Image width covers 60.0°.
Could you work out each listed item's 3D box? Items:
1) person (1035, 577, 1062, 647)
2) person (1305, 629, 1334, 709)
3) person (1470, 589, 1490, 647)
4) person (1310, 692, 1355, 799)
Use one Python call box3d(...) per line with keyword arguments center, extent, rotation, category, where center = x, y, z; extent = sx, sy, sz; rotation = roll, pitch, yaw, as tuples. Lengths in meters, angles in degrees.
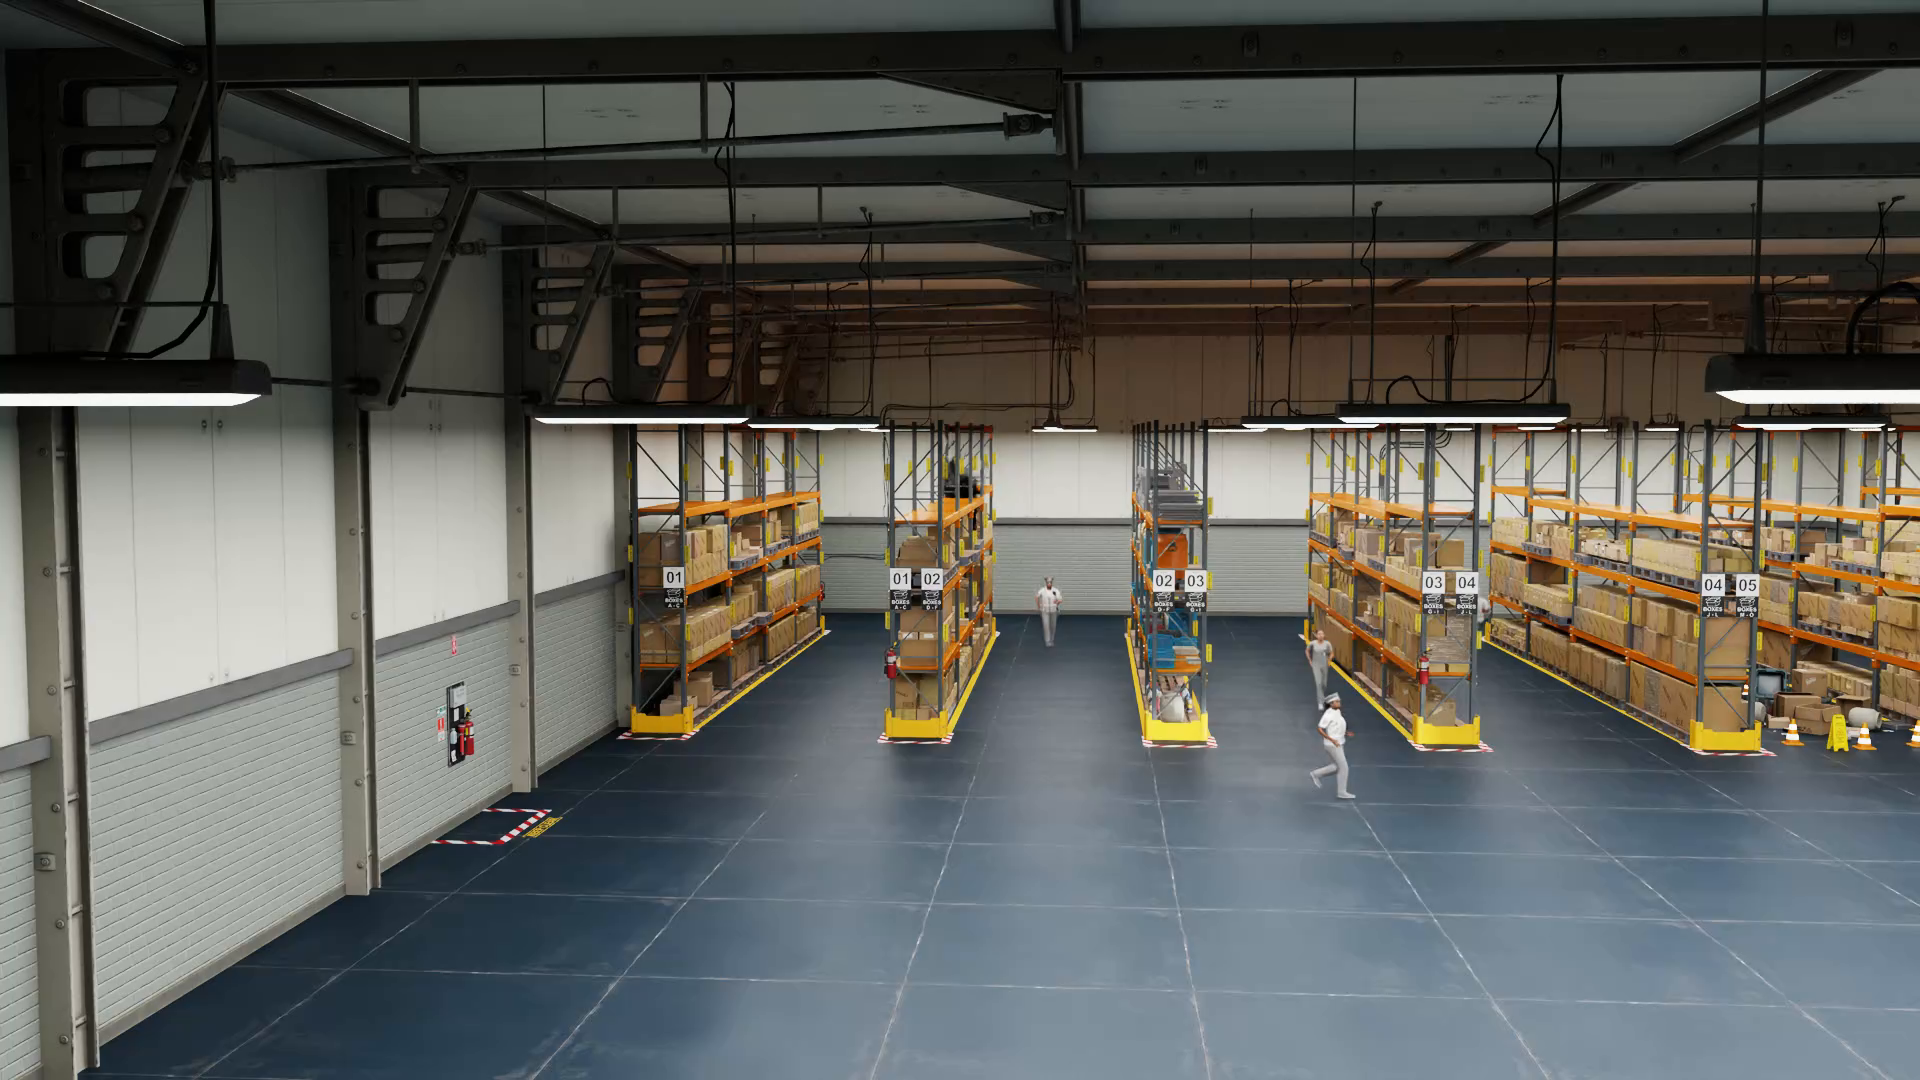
box3d(center=(2.295, 1.856, 42.761), extent=(0.672, 1.821, 0.892), rotation=(0, 4, -4), category="person")
box3d(center=(7.571, 2.687, 35.013), extent=(0.579, 1.664, 0.783), rotation=(0, 4, 3), category="person")
box3d(center=(13.360, 2.113, 43.027), extent=(0.676, 1.794, 0.910), rotation=(0, 4, 8), category="person")
box3d(center=(5.876, 3.226, 26.260), extent=(0.769, 1.663, 0.586), rotation=(2, 4, 32), category="person")
